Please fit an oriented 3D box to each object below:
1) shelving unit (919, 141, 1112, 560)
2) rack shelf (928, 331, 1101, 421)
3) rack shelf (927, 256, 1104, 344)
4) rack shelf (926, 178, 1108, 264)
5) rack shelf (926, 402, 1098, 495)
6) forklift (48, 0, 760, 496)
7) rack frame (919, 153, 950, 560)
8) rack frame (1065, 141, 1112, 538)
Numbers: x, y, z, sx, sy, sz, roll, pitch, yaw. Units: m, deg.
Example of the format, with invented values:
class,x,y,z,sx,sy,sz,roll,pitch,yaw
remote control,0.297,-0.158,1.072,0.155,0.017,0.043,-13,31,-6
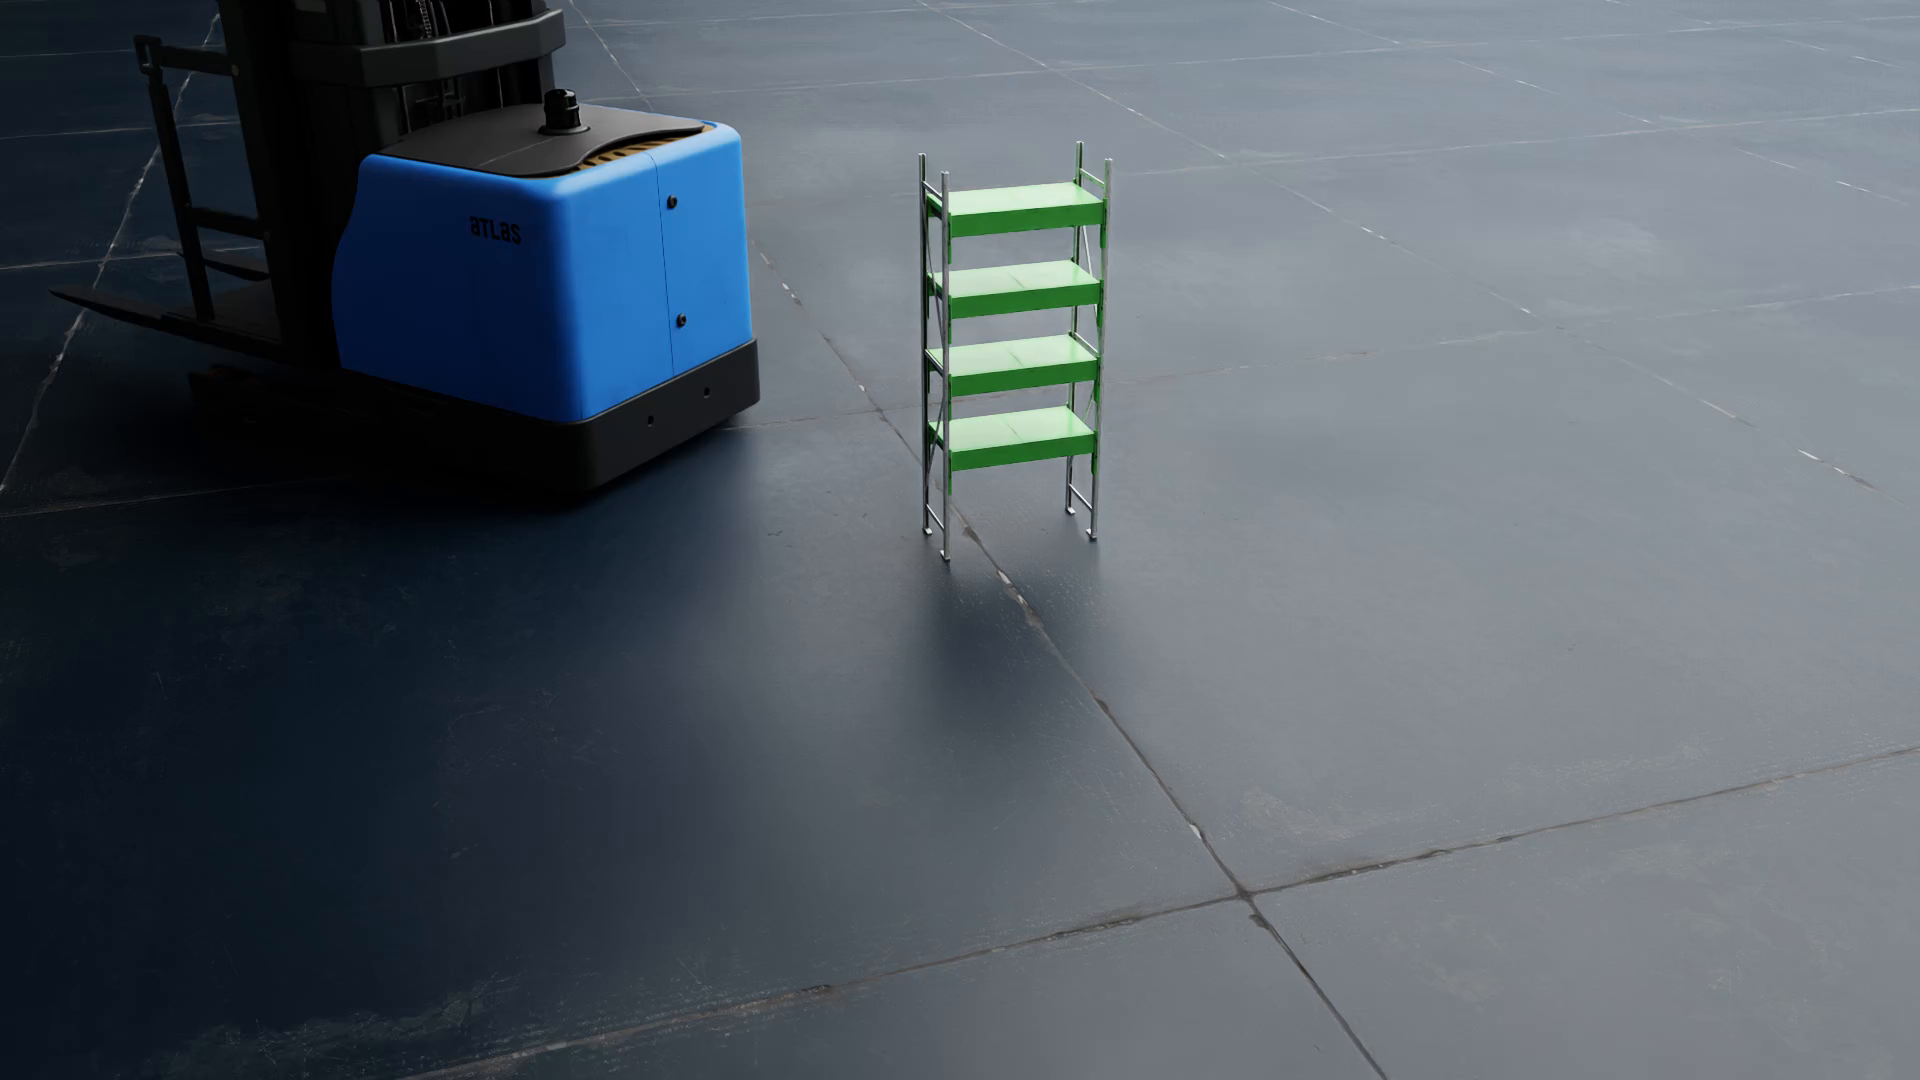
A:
class,x,y,z,sx,sy,sz,roll,pitch,yaw
shelving unit,0.157,-0.560,5.029,0.503,1.200,0.258,-8,28,-16
rack shelf,0.157,-0.503,5.058,0.480,0.148,0.258,-8,28,-16
rack shelf,0.157,-0.718,4.951,0.480,0.148,0.258,-8,28,-16
rack shelf,0.157,-0.933,4.844,0.480,0.148,0.258,-8,28,-16
rack shelf,0.157,-0.288,5.164,0.480,0.148,0.258,-8,28,-16
forklift,-2.269,-1.927,5.835,3.031,2.935,1.130,15,30,27
rack frame,-0.075,-0.527,4.961,0.015,1.200,0.240,-8,28,-16
rack frame,0.389,-0.594,5.097,0.015,1.200,0.240,-8,28,-16
